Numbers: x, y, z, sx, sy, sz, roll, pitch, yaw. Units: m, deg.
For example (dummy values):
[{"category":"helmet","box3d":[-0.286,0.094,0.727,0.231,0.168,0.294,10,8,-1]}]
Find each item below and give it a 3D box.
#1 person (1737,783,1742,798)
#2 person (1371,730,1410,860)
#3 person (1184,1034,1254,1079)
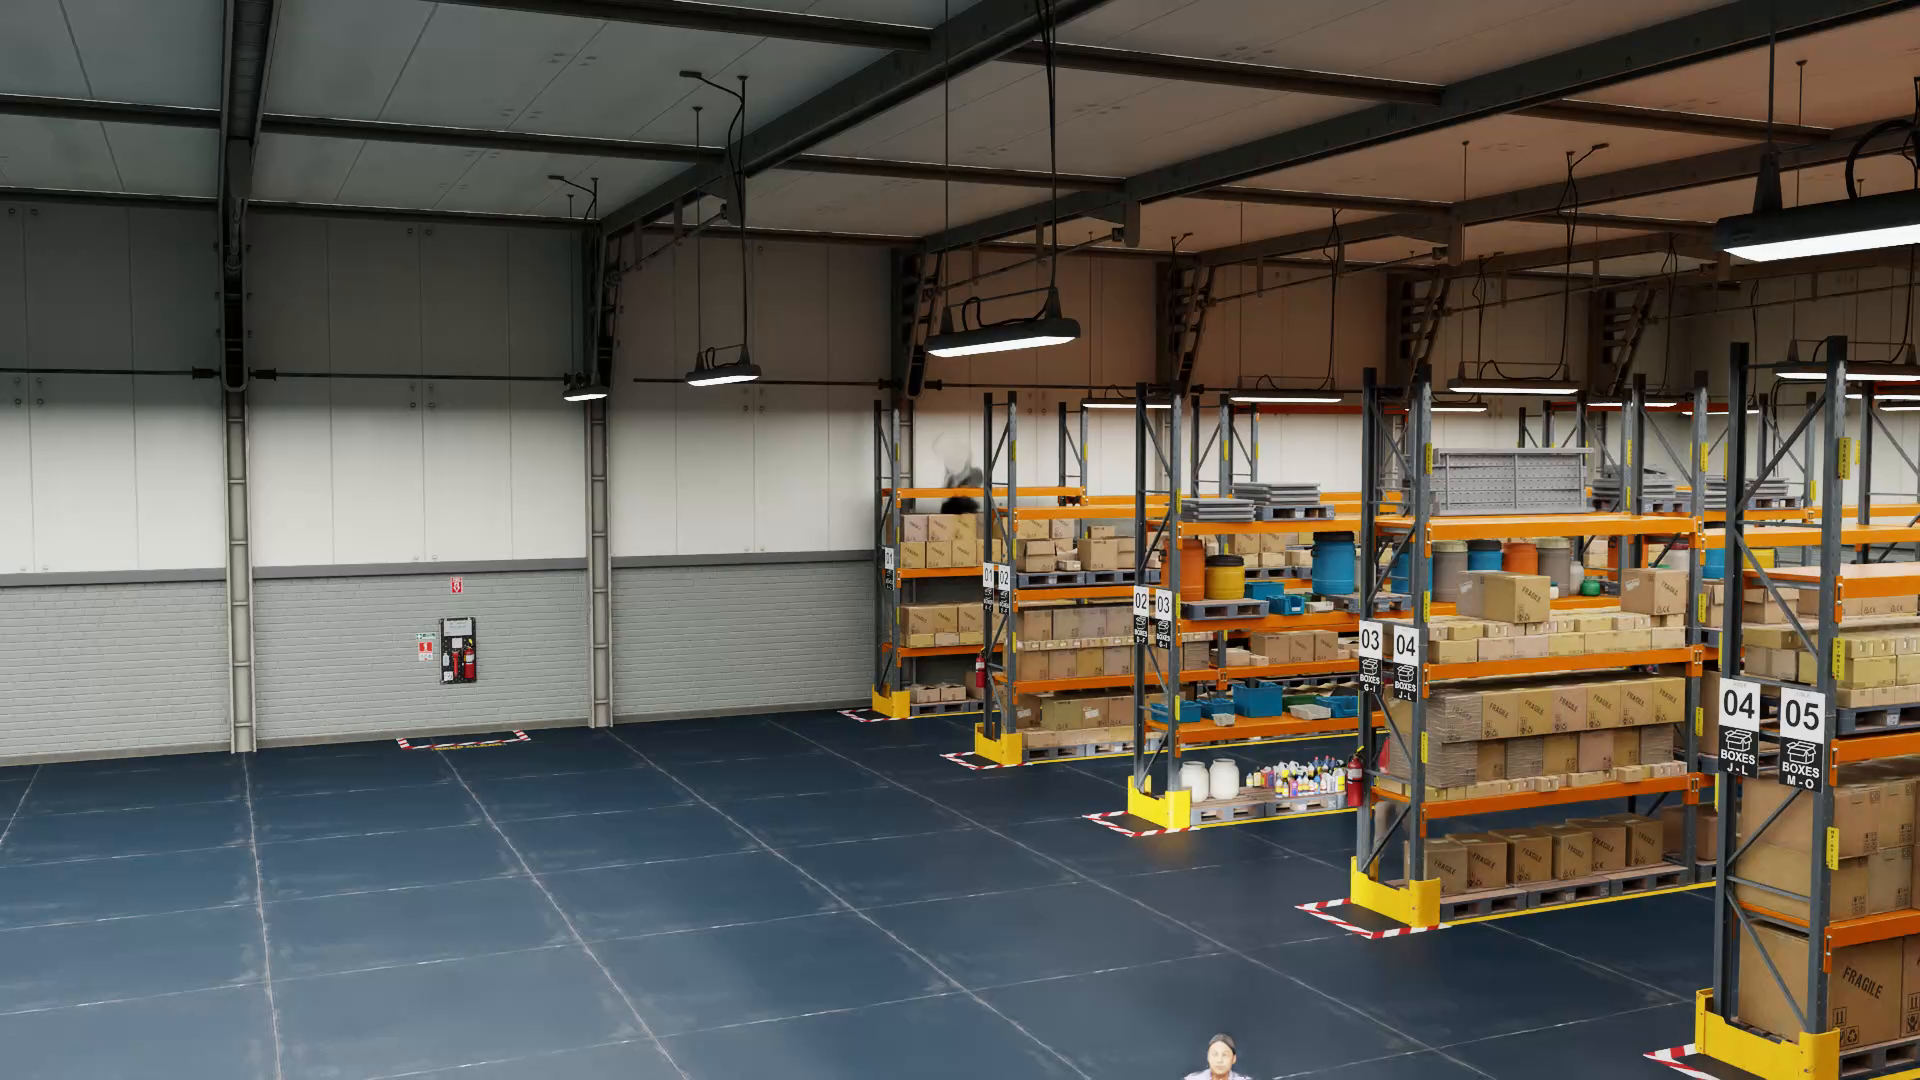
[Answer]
[{"category":"person","box3d":[11.148,3.015,23.707,0.549,1.557,0.538,-3,4,-41]},{"category":"person","box3d":[5.366,3.095,20.440,0.879,1.743,0.665,-2,4,-35]},{"category":"person","box3d":[1.560,3.778,10.033,0.613,1.599,0.646,1,3,14]}]
